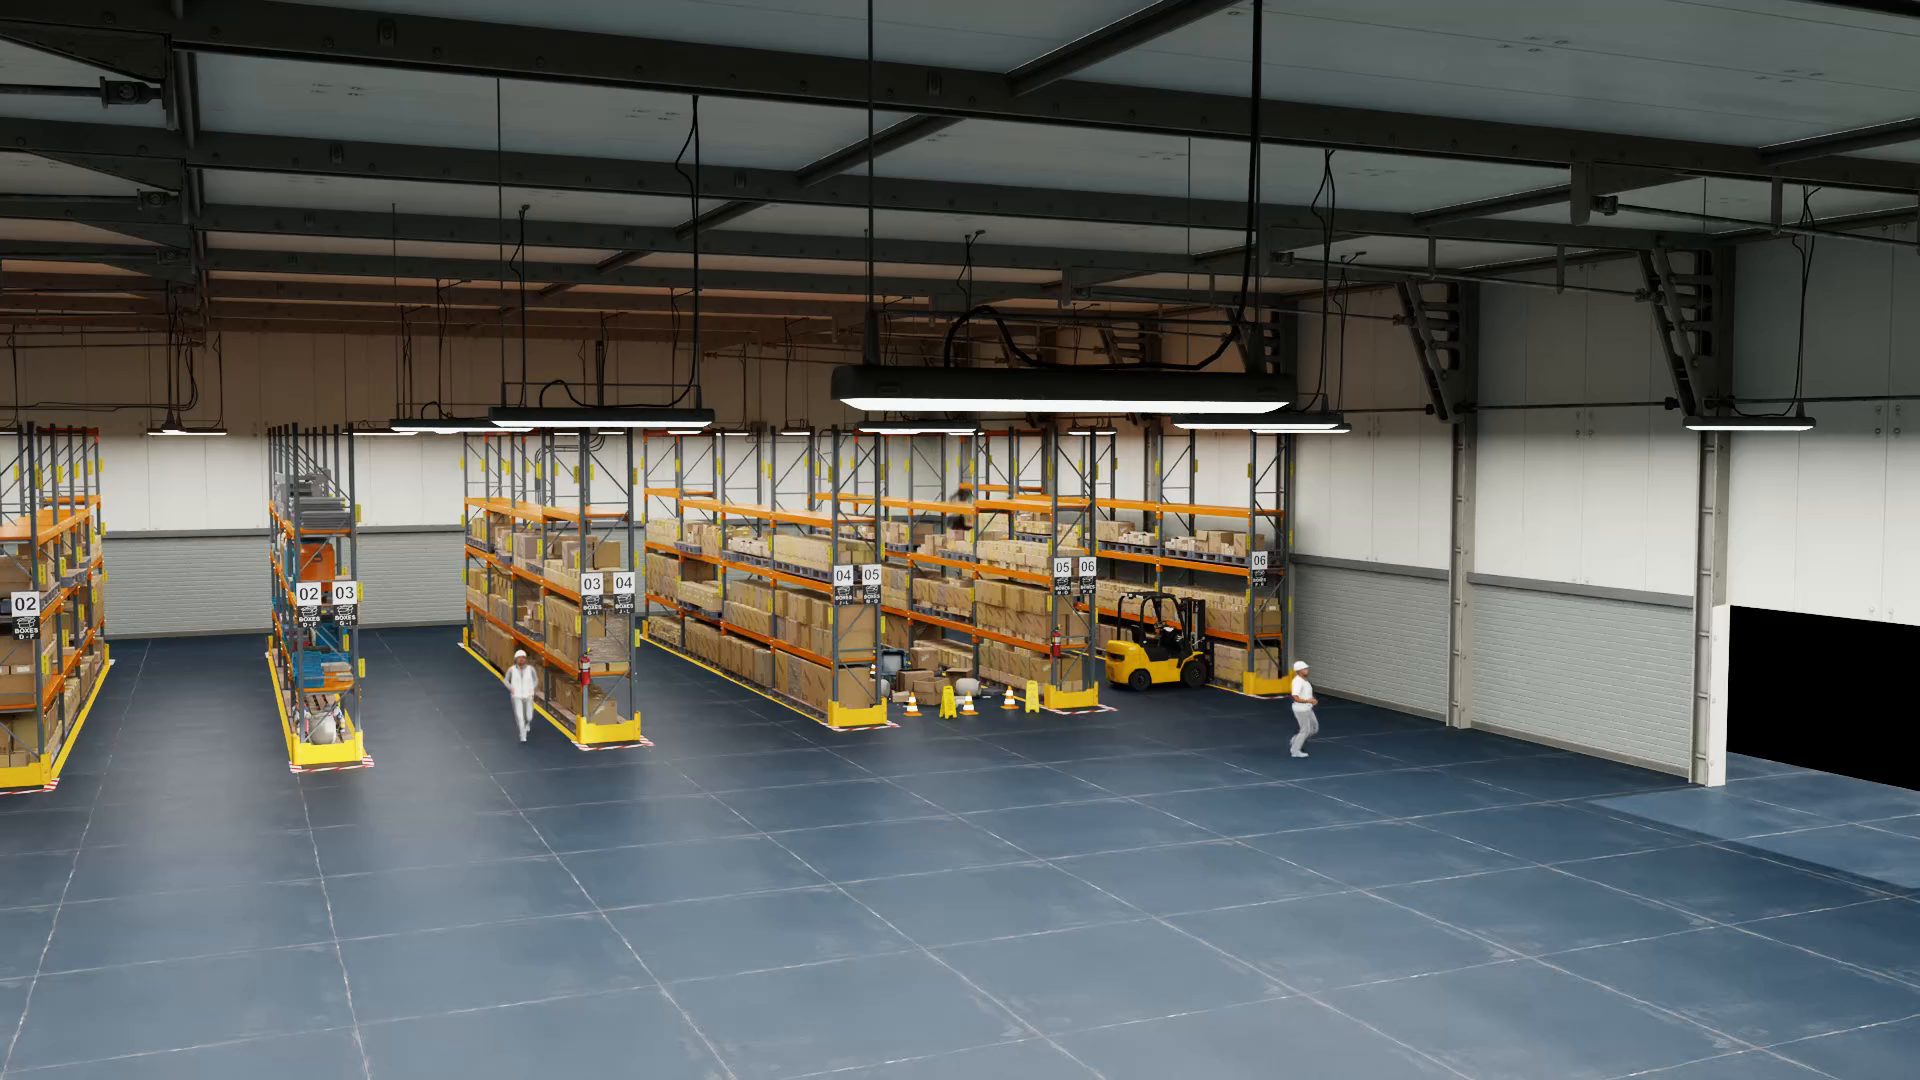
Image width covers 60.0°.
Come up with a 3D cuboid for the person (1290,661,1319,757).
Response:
[{"bbox_3d":[6.186,3.031,29.779,0.582,1.720,0.688,2,4,24],"label":"person"}]

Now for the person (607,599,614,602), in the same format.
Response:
[{"bbox_3d":[-9.944,2.031,46.558,0.770,1.740,0.684,0,3,0],"label":"person"}]

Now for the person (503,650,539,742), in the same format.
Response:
[{"bbox_3d":[-8.295,2.940,31.443,0.658,1.736,0.605,-1,4,-19],"label":"person"}]
